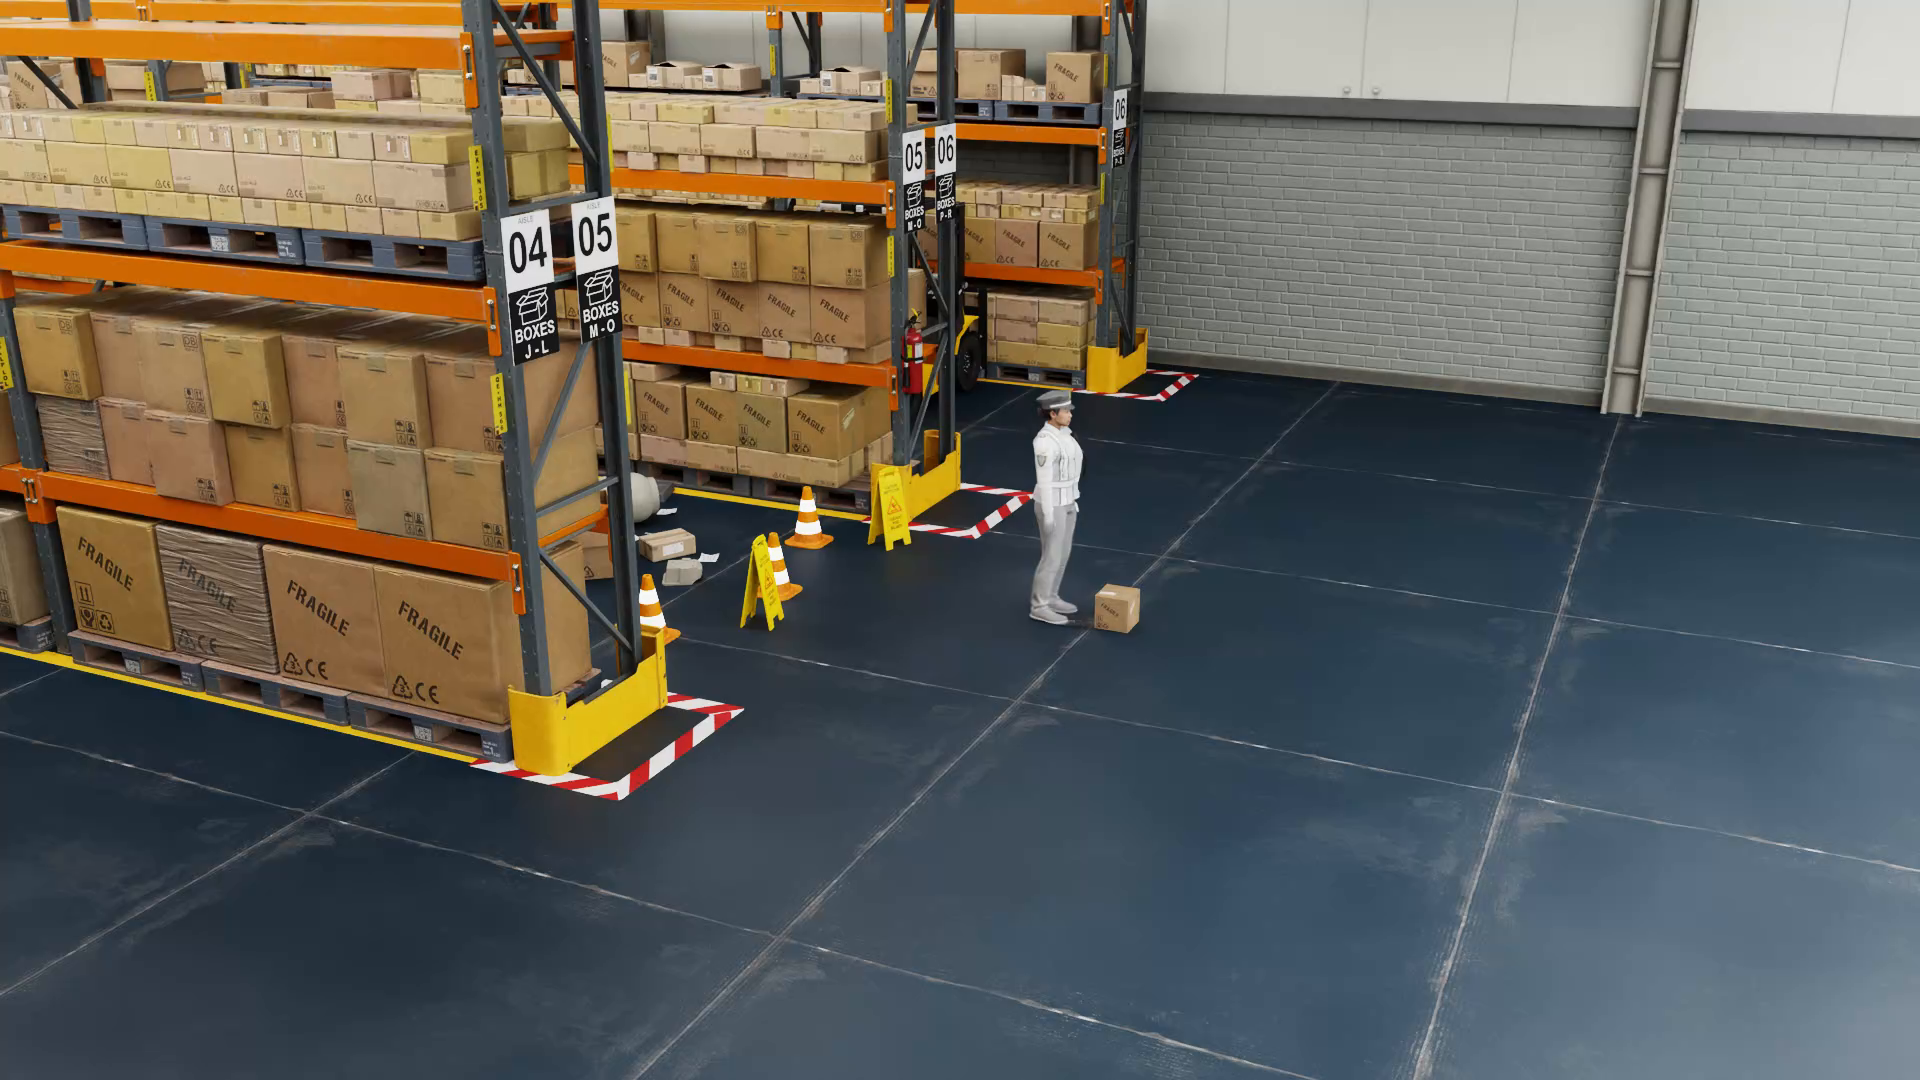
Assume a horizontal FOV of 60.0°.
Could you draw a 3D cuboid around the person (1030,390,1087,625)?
[{"bbox_3d":[0.694,-0.249,11.768,0.338,1.680,0.466,9,21,24],"label":"person"}]
